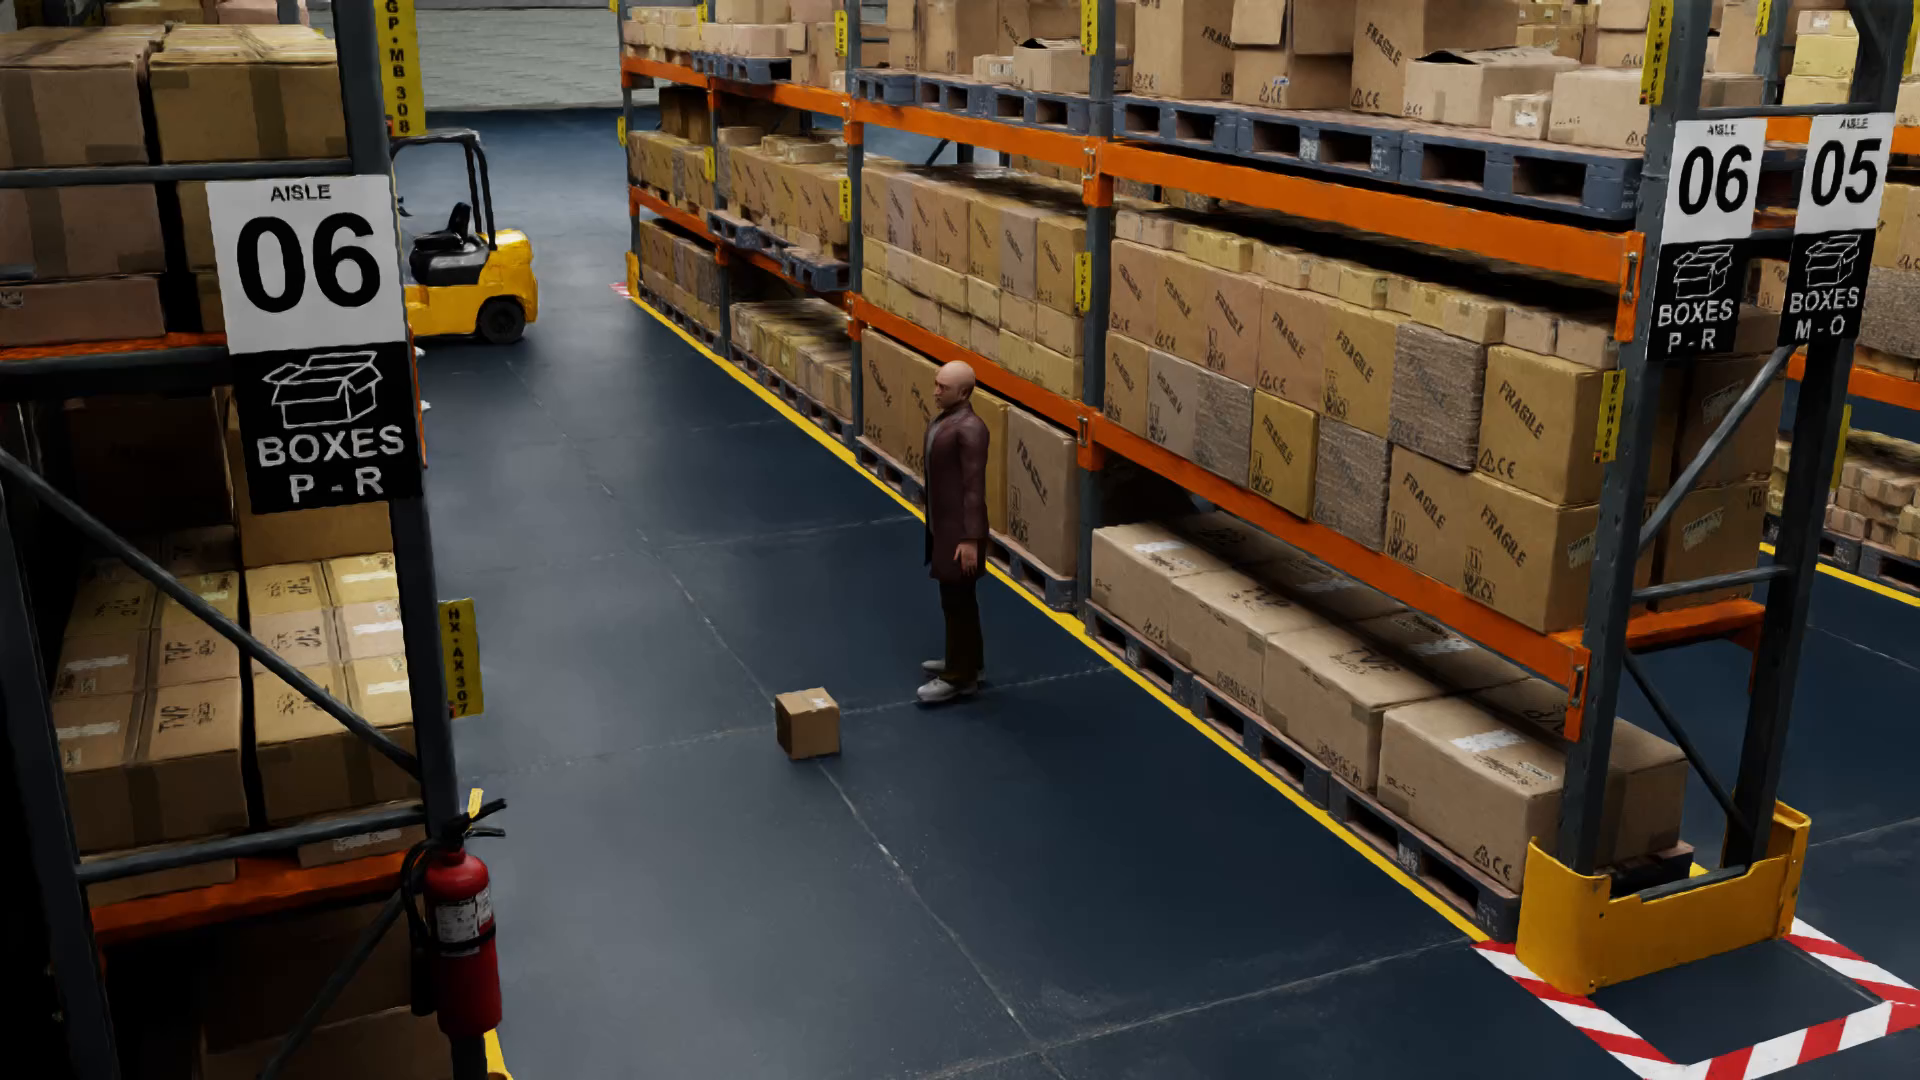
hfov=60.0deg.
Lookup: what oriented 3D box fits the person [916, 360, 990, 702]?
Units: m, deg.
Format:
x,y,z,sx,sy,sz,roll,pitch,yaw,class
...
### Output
x,y,z,sx,sy,sz,roll,pitch,yaw,class
-0.063,-0.058,8.678,0.443,1.784,0.705,-5,19,-14,person
